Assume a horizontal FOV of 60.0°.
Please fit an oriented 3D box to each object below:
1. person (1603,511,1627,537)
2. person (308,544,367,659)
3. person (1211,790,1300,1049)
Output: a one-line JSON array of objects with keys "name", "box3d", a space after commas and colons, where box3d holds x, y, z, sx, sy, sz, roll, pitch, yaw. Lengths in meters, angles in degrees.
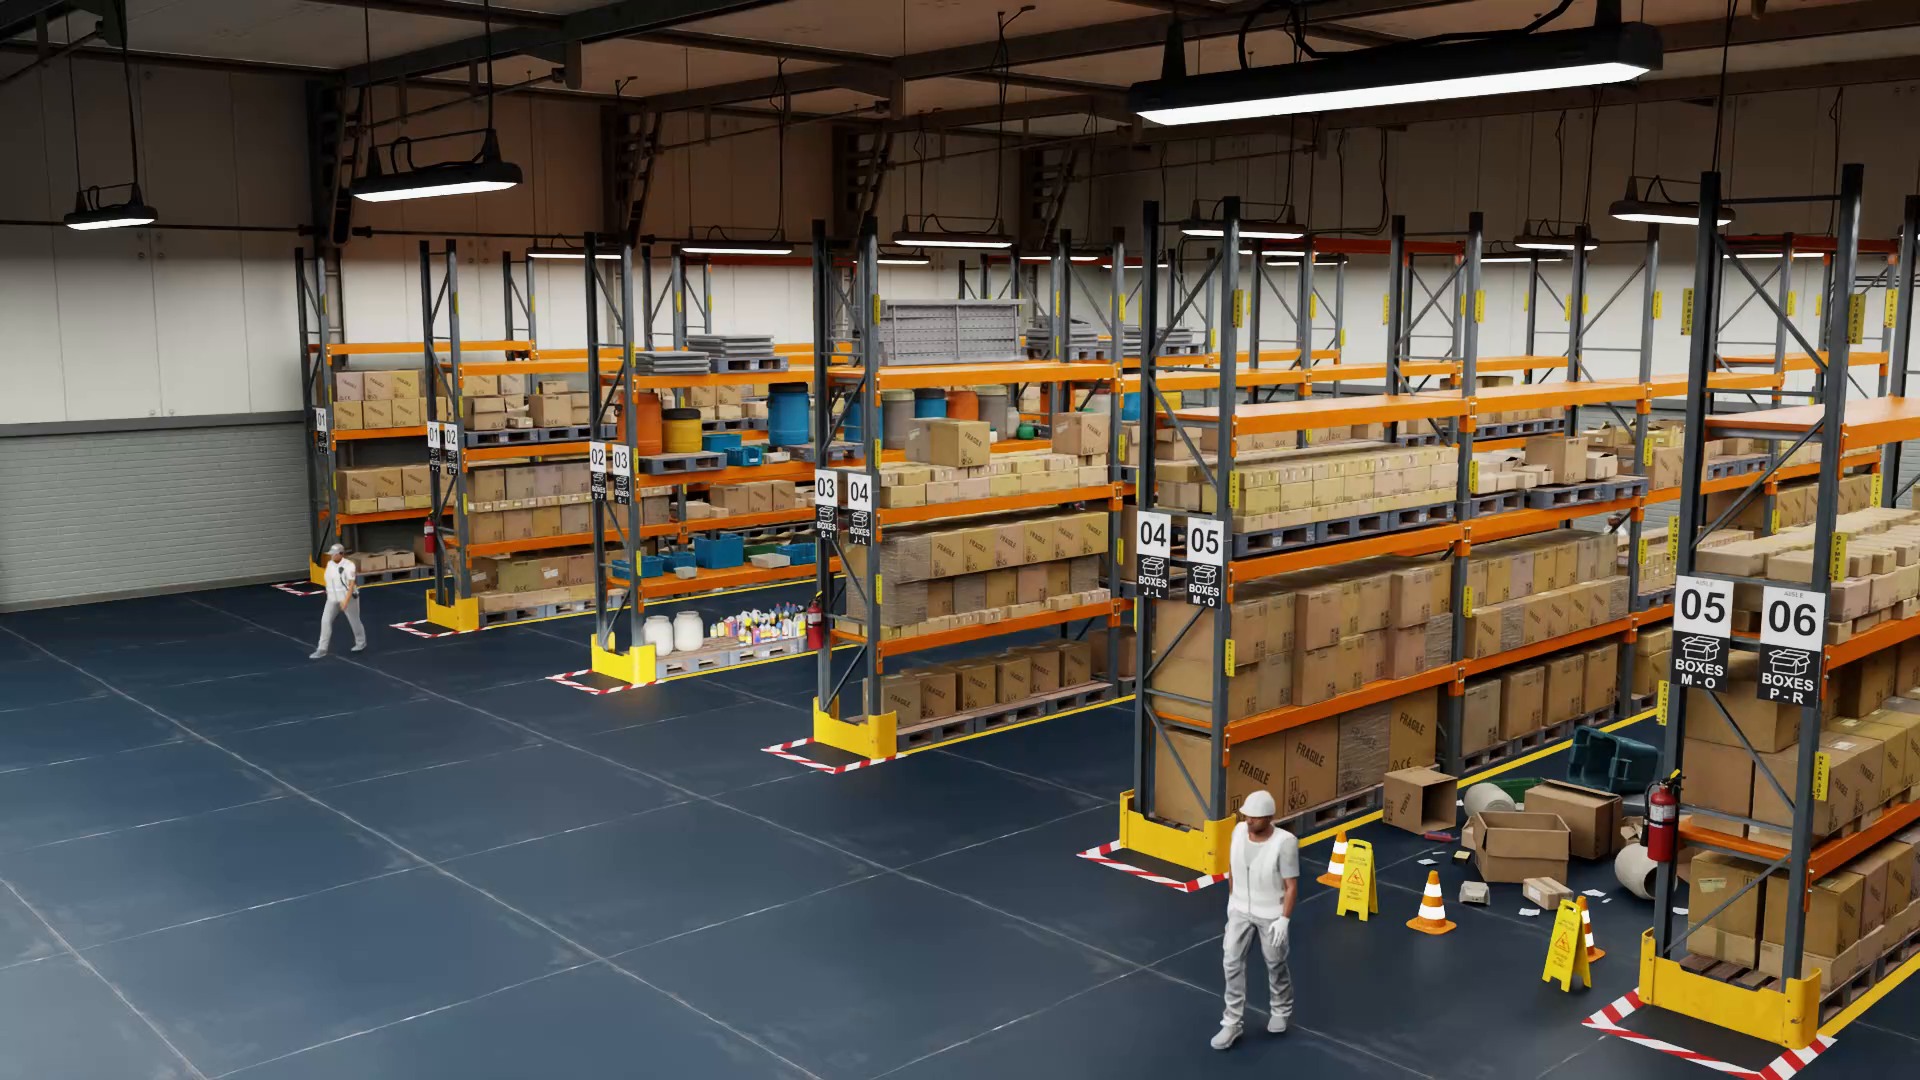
[{"name": "person", "box3d": [10.841, 0.309, 27.608, 0.435, 1.610, 1.058, 6, 10, 36]}, {"name": "person", "box3d": [-8.936, 0.850, 23.900, 0.528, 1.610, 0.957, 1, 8, 8]}, {"name": "person", "box3d": [2.069, 2.611, 11.563, 0.605, 1.794, 0.695, 7, 11, 40]}]
